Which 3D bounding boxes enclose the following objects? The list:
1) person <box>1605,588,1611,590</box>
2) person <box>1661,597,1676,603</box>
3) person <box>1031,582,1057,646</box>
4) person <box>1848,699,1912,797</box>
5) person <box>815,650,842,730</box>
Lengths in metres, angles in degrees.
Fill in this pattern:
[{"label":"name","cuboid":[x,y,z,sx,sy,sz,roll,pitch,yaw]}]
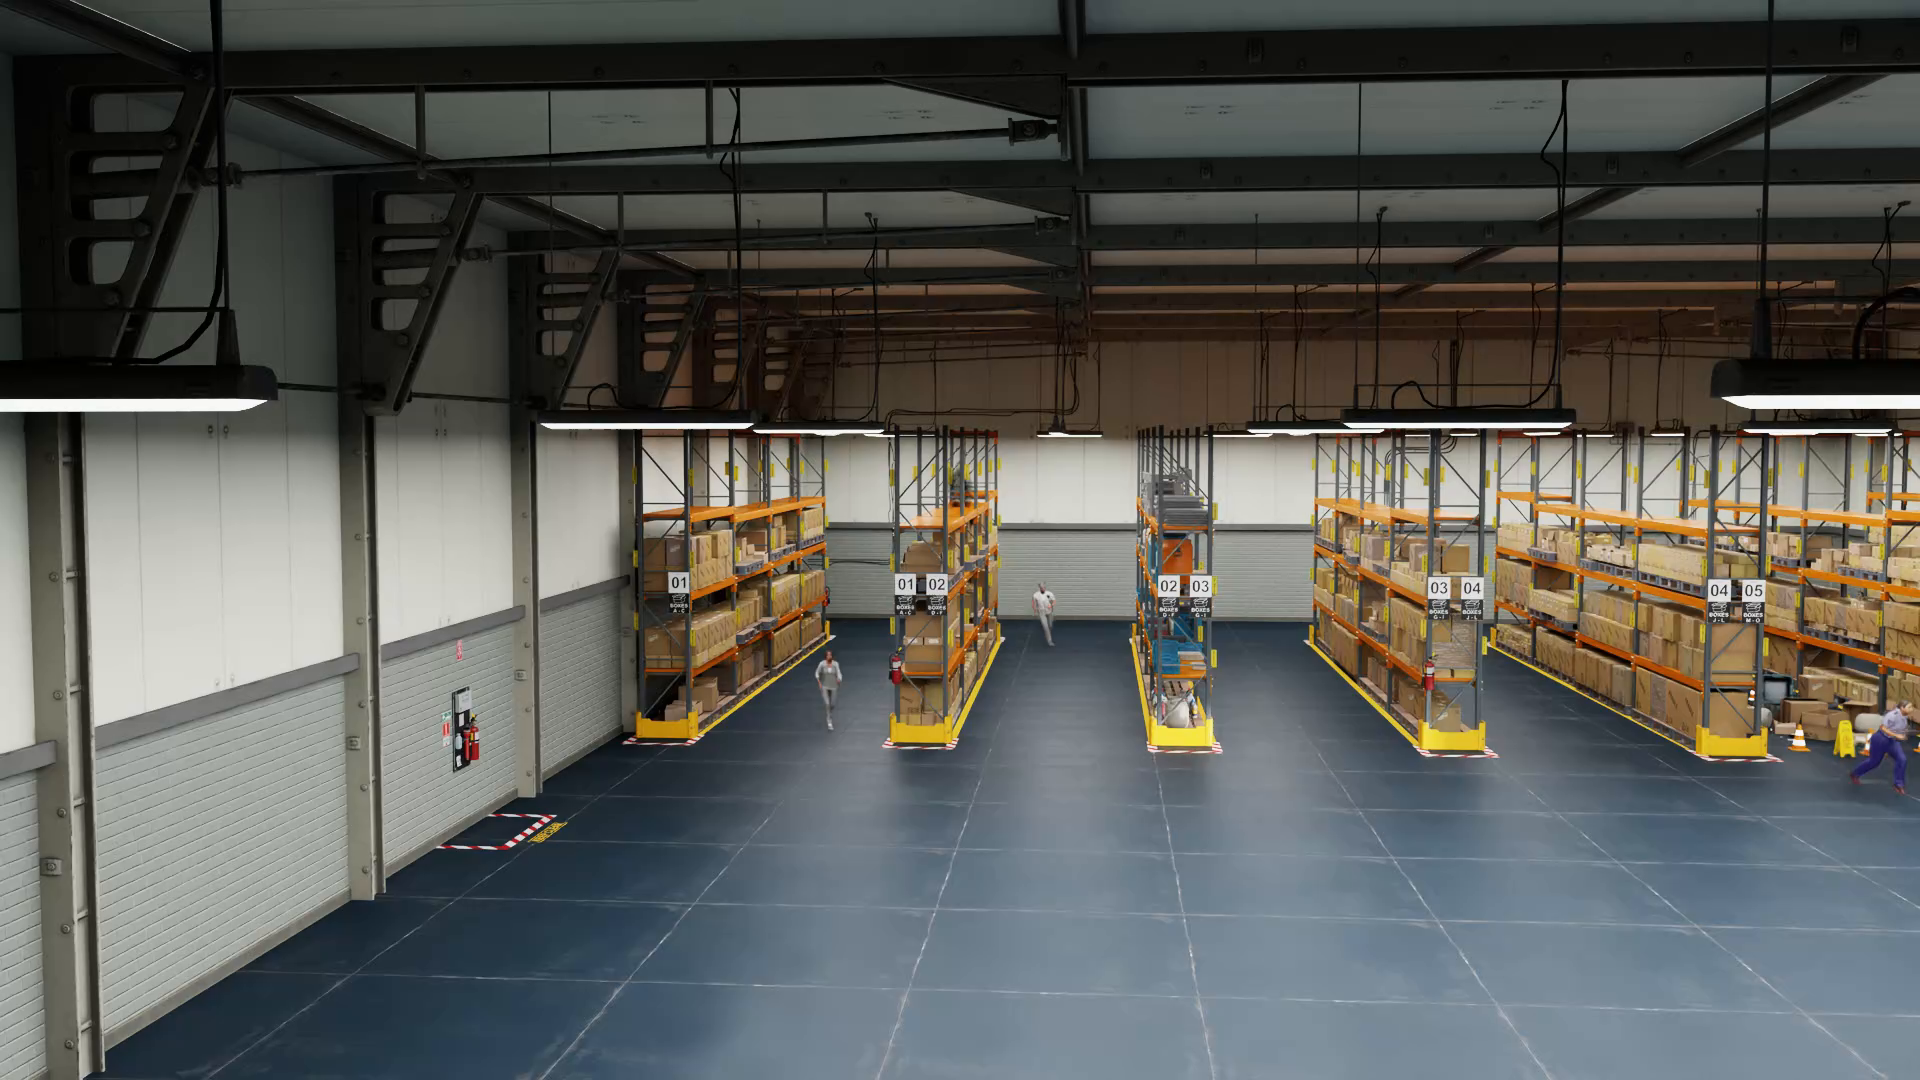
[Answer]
[{"label":"person","cuboid":[17.432,2.182,44.723,0.599,1.769,0.831,-1,3,-10]},{"label":"person","cuboid":[20.747,1.945,48.391,0.778,1.730,0.757,0,3,-2]},{"label":"person","cuboid":[2.358,2.050,46.580,0.696,1.763,0.926,0,3,-8]},{"label":"person","cuboid":[15.000,3.348,27.079,0.648,1.599,0.952,-3,4,-36]},{"label":"person","cuboid":[-2.632,2.957,33.169,0.526,1.570,0.744,-1,4,-12]}]
